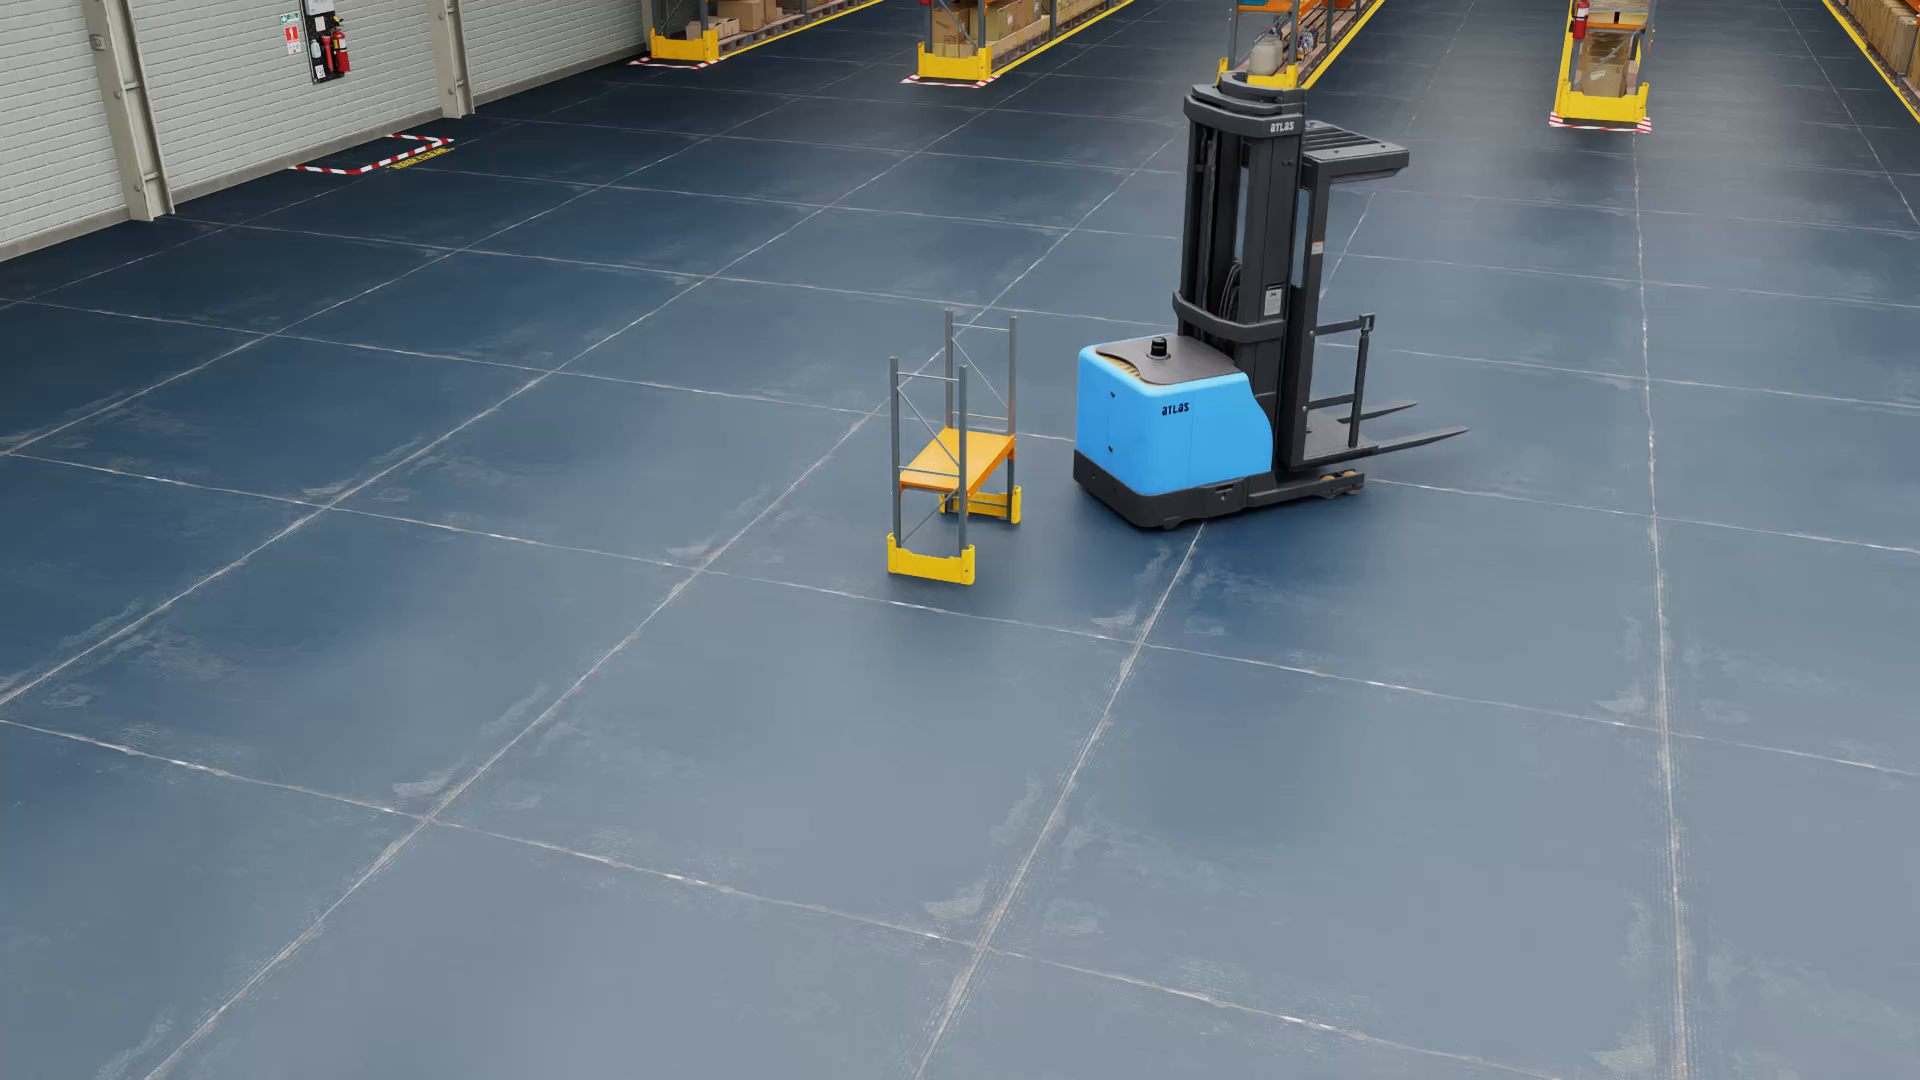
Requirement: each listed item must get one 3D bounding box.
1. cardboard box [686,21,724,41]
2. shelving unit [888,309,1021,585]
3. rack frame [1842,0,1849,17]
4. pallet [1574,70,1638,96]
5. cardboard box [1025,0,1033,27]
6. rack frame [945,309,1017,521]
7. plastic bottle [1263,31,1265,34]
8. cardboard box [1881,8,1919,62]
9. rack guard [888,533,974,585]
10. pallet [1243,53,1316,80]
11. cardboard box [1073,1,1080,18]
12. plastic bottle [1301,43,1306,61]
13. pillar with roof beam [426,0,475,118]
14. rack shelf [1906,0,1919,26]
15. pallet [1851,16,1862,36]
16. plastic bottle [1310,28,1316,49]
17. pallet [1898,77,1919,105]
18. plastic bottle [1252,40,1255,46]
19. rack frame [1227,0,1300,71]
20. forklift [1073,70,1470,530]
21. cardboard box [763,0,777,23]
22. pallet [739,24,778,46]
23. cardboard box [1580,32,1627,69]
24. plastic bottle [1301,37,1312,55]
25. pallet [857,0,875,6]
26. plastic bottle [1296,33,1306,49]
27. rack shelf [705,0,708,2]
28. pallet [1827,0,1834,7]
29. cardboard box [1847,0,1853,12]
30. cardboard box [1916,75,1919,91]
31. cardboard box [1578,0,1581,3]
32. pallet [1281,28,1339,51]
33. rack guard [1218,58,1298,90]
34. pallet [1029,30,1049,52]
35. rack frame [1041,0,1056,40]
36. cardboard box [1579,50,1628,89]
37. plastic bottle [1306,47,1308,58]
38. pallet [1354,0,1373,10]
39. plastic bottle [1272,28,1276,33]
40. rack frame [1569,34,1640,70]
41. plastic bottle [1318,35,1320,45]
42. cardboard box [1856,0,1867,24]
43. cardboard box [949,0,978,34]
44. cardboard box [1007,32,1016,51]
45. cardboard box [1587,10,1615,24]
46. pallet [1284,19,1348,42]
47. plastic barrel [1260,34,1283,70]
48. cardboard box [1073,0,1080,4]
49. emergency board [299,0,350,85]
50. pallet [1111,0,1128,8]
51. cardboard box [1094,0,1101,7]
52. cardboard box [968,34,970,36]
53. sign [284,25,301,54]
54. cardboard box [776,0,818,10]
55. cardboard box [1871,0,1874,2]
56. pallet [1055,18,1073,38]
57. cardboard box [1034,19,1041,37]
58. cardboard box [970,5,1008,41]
[{"bbox_3d":[-4.438,-8.871,28.933,0.500,0.311,0.500,6,26,12],"label":"cardboard box"},{"bbox_3d":[-0.025,-0.644,11.082,0.587,1.500,1.083,9,27,17],"label":"shelving unit"},{"bbox_3d":[17.897,-11.627,32.046,1.000,3.000,0.127,9,27,17],"label":"rack frame"},{"bbox_3d":[9.997,-7.061,25.815,1.003,0.211,1.213,9,27,17],"label":"pallet"},{"bbox_3d":[0.962,-9.195,28.836,0.500,0.500,0.500,9,27,17],"label":"cardboard box"},{"bbox_3d":[0.141,-0.849,11.506,0.500,1.500,0.032,9,27,17],"label":"rack frame"},{"bbox_3d":[5.056,-8.301,27.710,0.144,0.351,0.185,9,27,17],"label":"plastic bottle"},{"bbox_3d":[15.681,-8.180,27.026,1.050,0.750,0.750,9,27,17],"label":"cardboard box"},{"bbox_3d":[-0.191,0.123,10.932,0.587,0.250,0.087,9,27,17],"label":"rack guard"},{"bbox_3d":[5.254,-7.791,27.322,1.003,0.211,1.213,9,27,17],"label":"pallet"},{"bbox_3d":[1.960,-10.043,31.447,0.500,0.250,0.500,8,27,16],"label":"cardboard box"},{"bbox_3d":[5.579,-7.941,27.044,0.061,0.283,0.133,9,27,18],"label":"plastic bottle"},{"bbox_3d":[-3.273,-9.635,21.047,9.100,9.000,0.400,9,27,17],"label":"pillar with roof beam"},{"bbox_3d":[15.901,-8.838,27.110,1.077,0.370,4.000,9,27,17],"label":"rack shelf"},{"bbox_3d":[17.235,-9.549,30.953,1.003,0.211,1.213,9,27,17],"label":"pallet"},{"bbox_3d":[5.914,-8.439,27.996,0.144,0.351,0.185,7,27,15],"label":"plastic bottle"},{"bbox_3d":[14.908,-6.783,25.242,1.003,0.211,1.213,9,27,17],"label":"pallet"},{"bbox_3d":[4.809,-8.019,27.206,0.061,0.283,0.133,9,27,19],"label":"plastic bottle"},{"bbox_3d":[4.590,-8.175,24.916,1.000,3.000,0.127,9,27,17],"label":"rack frame"},{"bbox_3d":[2.391,-1.814,11.858,3.031,2.935,1.130,-12,28,-23],"label":"forklift"},{"bbox_3d":[-3.729,-9.896,30.834,0.500,0.500,0.500,7,27,14],"label":"cardboard box"},{"bbox_3d":[-4.016,-9.216,30.266,1.003,0.211,1.213,9,27,17],"label":"pallet"},{"bbox_3d":[10.237,-7.769,26.464,0.500,0.500,0.500,19,32,34],"label":"cardboard box"},{"bbox_3d":[5.749,-8.207,27.602,0.152,0.276,0.135,9,27,18],"label":"plastic bottle"},{"bbox_3d":[-2.352,-11.323,34.618,1.003,0.211,1.213,9,27,17],"label":"pallet"},{"bbox_3d":[5.766,-8.417,28.036,0.152,0.276,0.135,9,27,17],"label":"plastic bottle"},{"bbox_3d":[-4.087,-10.110,29.737,1.077,0.370,4.000,9,27,17],"label":"rack shelf"},{"bbox_3d":[18.492,-11.156,34.273,1.003,0.211,1.213,9,27,17],"label":"pallet"},{"bbox_3d":[17.401,-10.426,31.951,0.500,0.500,0.500,10,28,19],"label":"cardboard box"},{"bbox_3d":[14.663,-6.953,24.348,0.875,0.875,0.875,9,27,18],"label":"cardboard box"},{"bbox_3d":[9.522,-8.080,24.264,0.875,0.500,0.500,9,27,17],"label":"cardboard box"},{"bbox_3d":[6.145,-8.892,29.596,1.003,0.211,1.213,9,27,17],"label":"pallet"},{"bbox_3d":[4.570,-7.088,25.539,1.175,0.500,0.348,9,27,17],"label":"rack guard"},{"bbox_3d":[0.947,-8.963,29.743,1.003,0.211,1.213,9,27,17],"label":"pallet"},{"bbox_3d":[1.251,-10.539,29.797,1.000,3.000,0.127,9,27,17],"label":"rack frame"},{"bbox_3d":[9.650,-7.025,24.928,0.500,0.500,0.500,17,30,31],"label":"cardboard box"},{"bbox_3d":[5.667,-8.036,27.335,0.097,0.201,0.097,0,26,0],"label":"plastic bottle"},{"bbox_3d":[7.882,-11.037,34.027,1.003,0.211,1.213,9,27,17],"label":"pallet"},{"bbox_3d":[5.319,-8.587,28.387,0.152,0.276,0.135,10,27,19],"label":"plastic bottle"},{"bbox_3d":[10.591,-9.100,26.827,1.000,3.000,0.127,9,27,17],"label":"rack frame"},{"bbox_3d":[6.094,-8.563,28.423,0.097,0.201,0.097,0,26,0],"label":"plastic bottle"},{"bbox_3d":[16.875,-9.788,30.634,0.500,0.500,0.500,8,27,15],"label":"cardboard box"},{"bbox_3d":[0.137,-8.860,28.144,0.500,0.500,0.500,9,27,17],"label":"cardboard box"},{"bbox_3d":[0.638,-8.446,28.148,0.500,0.250,0.500,9,27,17],"label":"cardboard box"},{"bbox_3d":[9.160,-7.491,23.791,0.380,0.149,0.250,9,27,17],"label":"cardboard box"},{"bbox_3d":[6.550,-9.395,30.635,1.003,0.211,1.213,9,27,17],"label":"pallet"},{"bbox_3d":[4.903,-7.732,26.373,0.421,0.512,0.421,0,26,0],"label":"plastic barrel"},{"bbox_3d":[1.966,-10.294,31.322,0.500,0.311,0.500,8,27,16],"label":"cardboard box"},{"bbox_3d":[-8.191,-6.549,21.558,0.194,1.169,0.643,9,27,17],"label":"emergency board"},{"bbox_3d":[2.866,-11.229,34.422,1.003,0.211,1.213,9,27,17],"label":"pallet"},{"bbox_3d":[2.469,-10.670,32.742,0.500,0.250,0.500,8,27,17],"label":"cardboard box"},{"bbox_3d":[-0.025,-8.317,27.882,0.500,0.250,0.500,9,27,17],"label":"cardboard box"},{"bbox_3d":[-8.472,-6.353,21.111,0.001,0.329,0.234,9,27,17],"label":"sign"},{"bbox_3d":[-3.193,-10.633,32.357,0.700,0.500,0.500,10,27,19],"label":"cardboard box"},{"bbox_3d":[16.546,-9.704,29.600,0.500,0.250,0.500,8,27,16],"label":"cardboard box"},{"bbox_3d":[1.459,-9.592,31.042,1.003,0.211,1.213,9,27,17],"label":"pallet"},{"bbox_3d":[1.127,-9.064,29.425,0.500,0.250,0.500,9,27,17],"label":"cardboard box"},{"bbox_3d":[0.473,-8.578,27.560,0.500,0.500,0.500,9,27,17],"label":"cardboard box"}]
